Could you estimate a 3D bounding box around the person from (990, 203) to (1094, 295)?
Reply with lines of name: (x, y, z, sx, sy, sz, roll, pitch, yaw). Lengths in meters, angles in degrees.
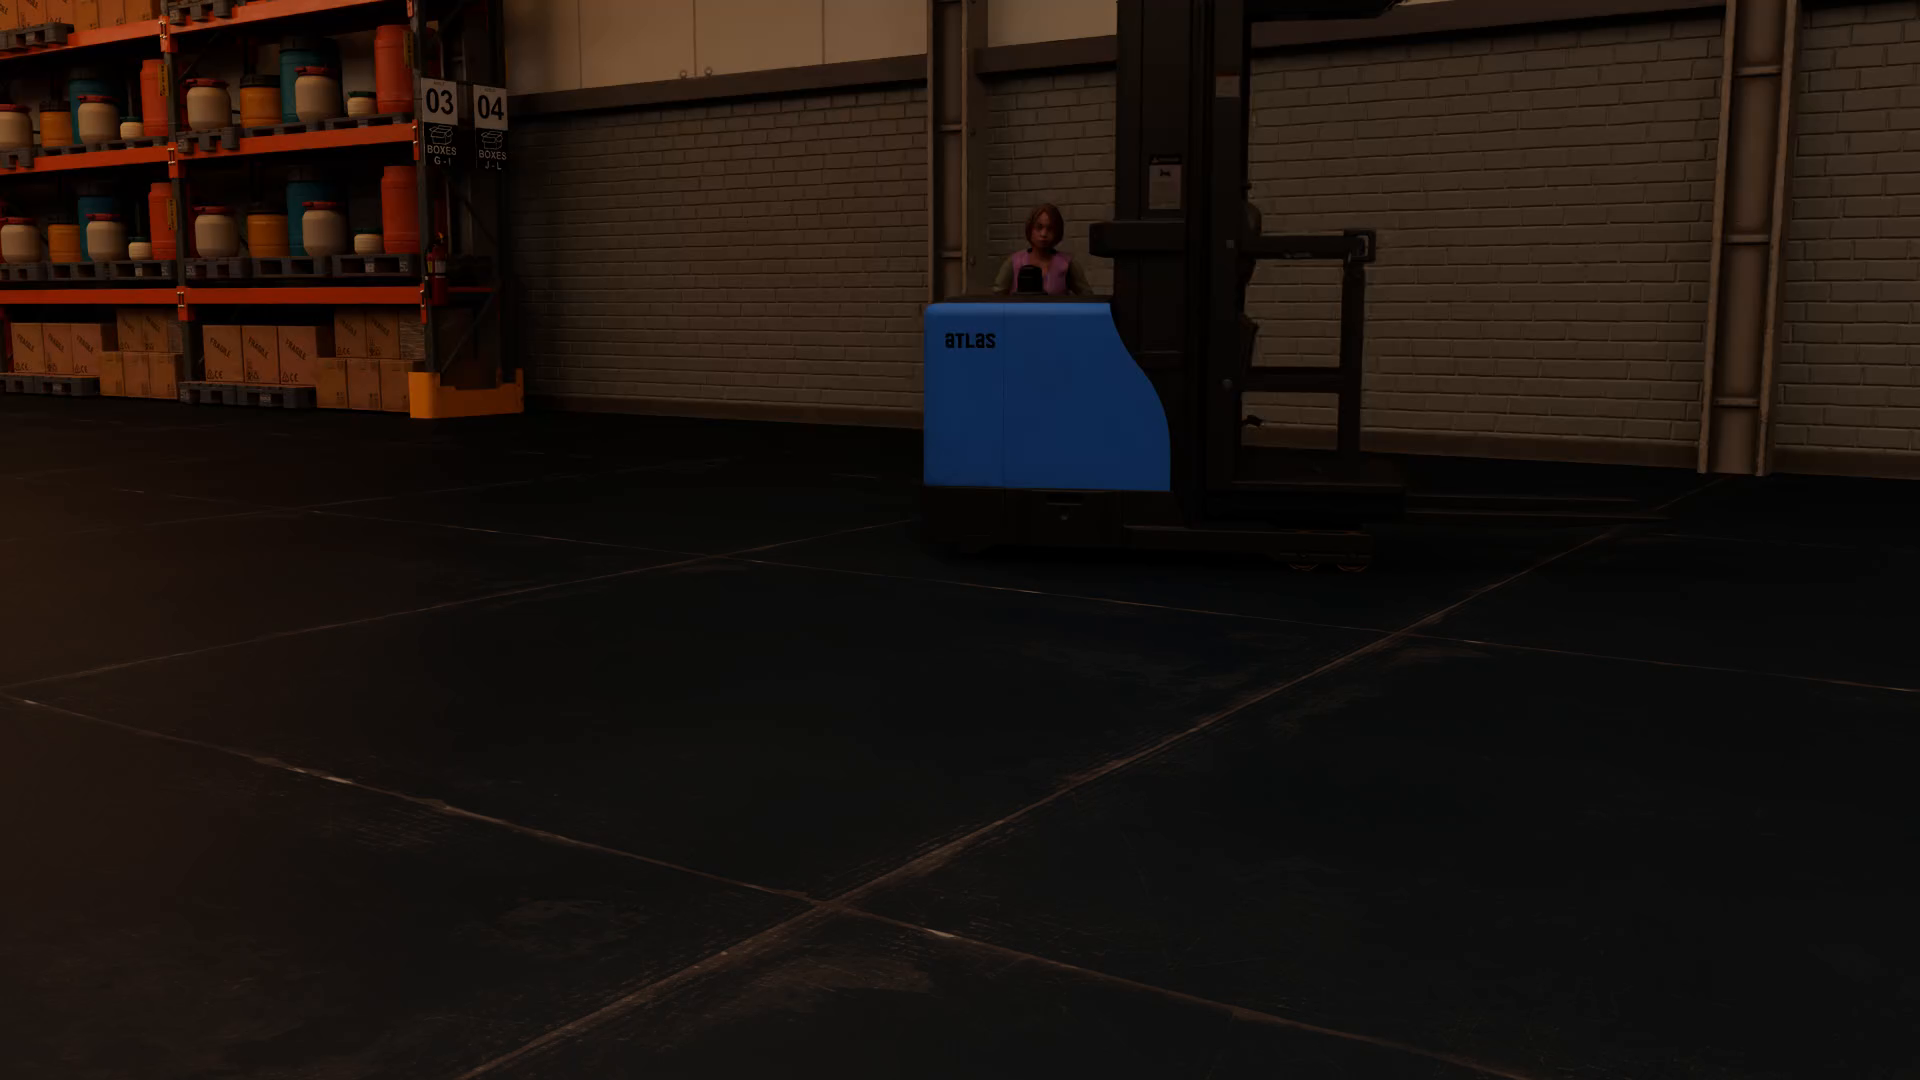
person: (0.400, -0.871, 8.207, 0.694, 1.553, 0.412, 1, 8, 6)

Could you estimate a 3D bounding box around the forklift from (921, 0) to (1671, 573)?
forklift: (1.402, -1.401, 7.042, 3.031, 2.935, 1.130, 2, 8, 11)
